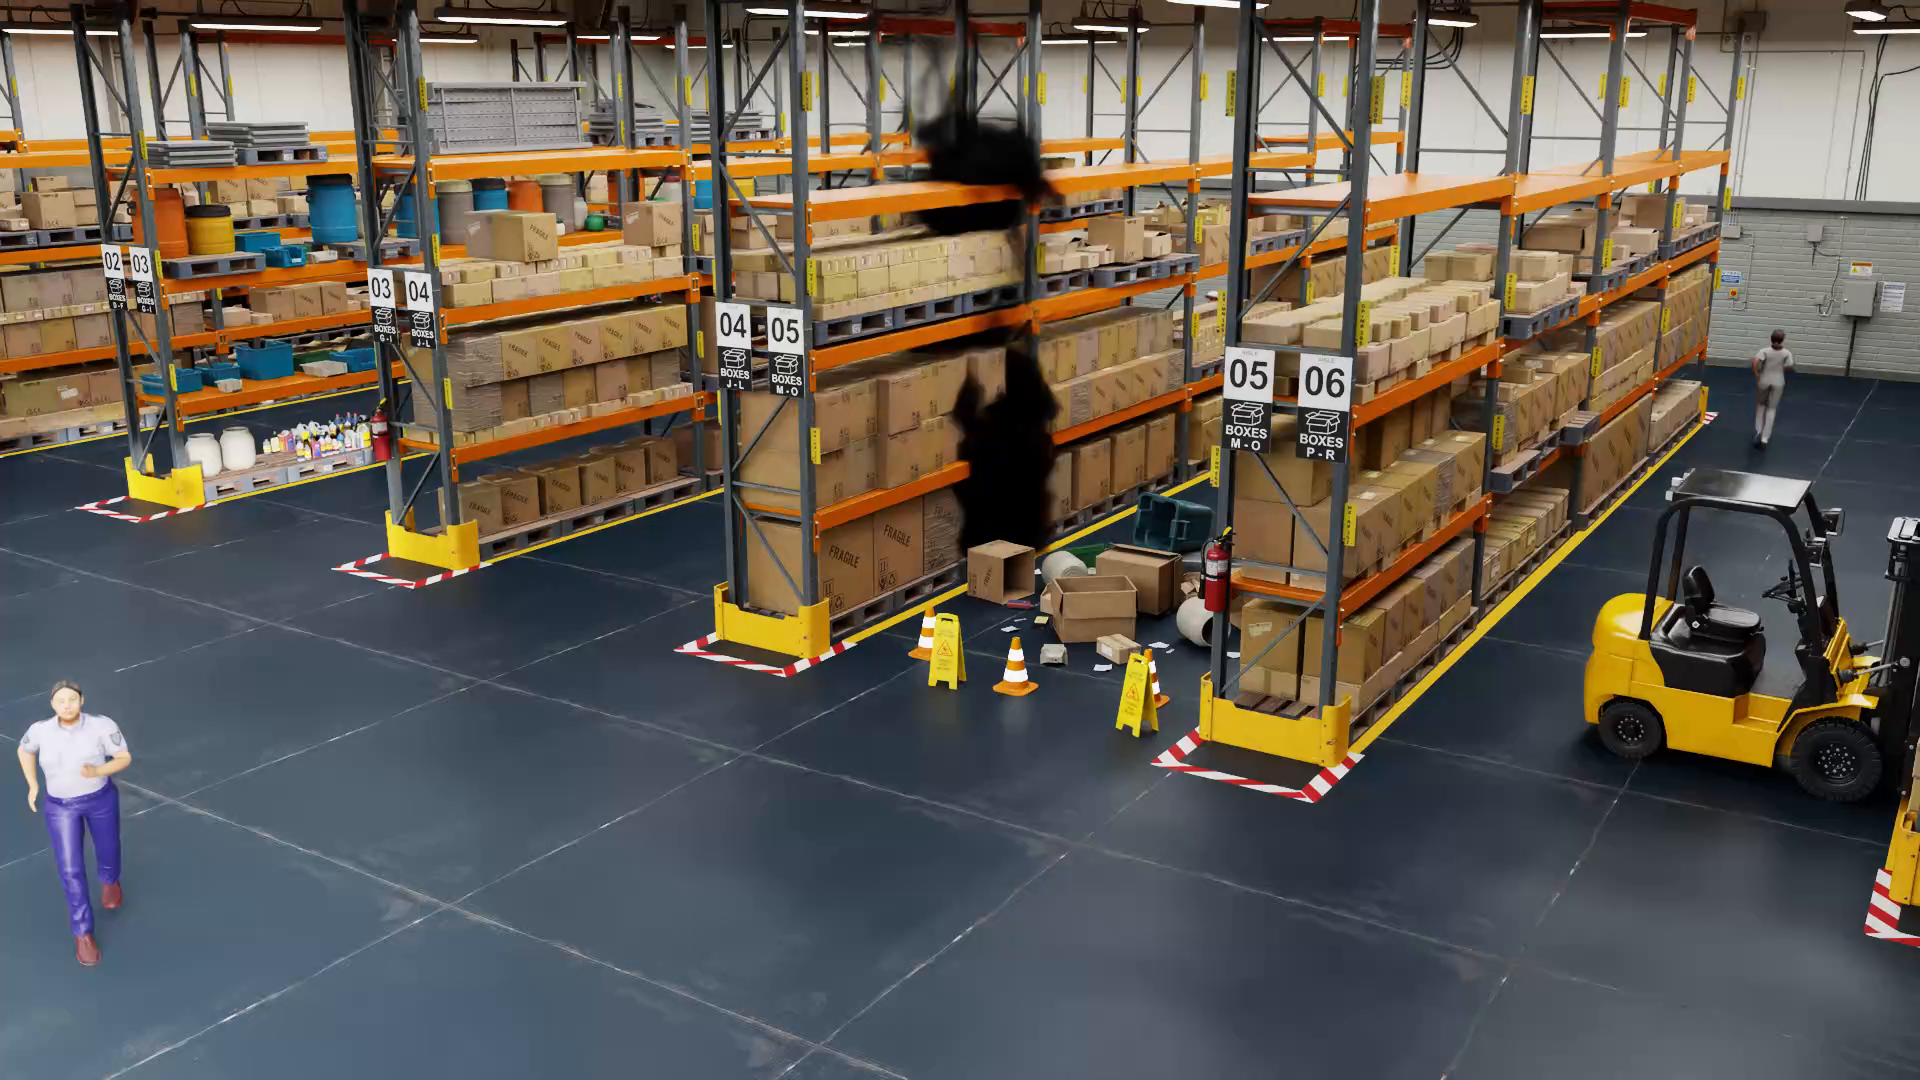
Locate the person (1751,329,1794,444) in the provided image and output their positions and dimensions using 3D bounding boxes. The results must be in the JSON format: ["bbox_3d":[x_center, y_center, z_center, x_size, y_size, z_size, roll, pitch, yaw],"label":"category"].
[{"bbox_3d":[11.686,-2.195,24.002,0.544,1.705,0.691,8,18,27],"label":"person"}]

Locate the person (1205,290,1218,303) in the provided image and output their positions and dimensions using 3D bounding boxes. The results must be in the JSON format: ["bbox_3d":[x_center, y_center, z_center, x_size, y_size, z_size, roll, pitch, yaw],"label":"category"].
[{"bbox_3d":[4.190,-3.197,27.377,0.676,1.827,0.921,11,19,34],"label":"person"}]

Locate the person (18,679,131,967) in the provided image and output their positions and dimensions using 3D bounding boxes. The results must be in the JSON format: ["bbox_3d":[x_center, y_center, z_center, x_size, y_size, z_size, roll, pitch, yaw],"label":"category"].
[{"bbox_3d":[-5.370,1.647,10.182,0.594,1.671,0.895,-9,18,-29],"label":"person"}]
